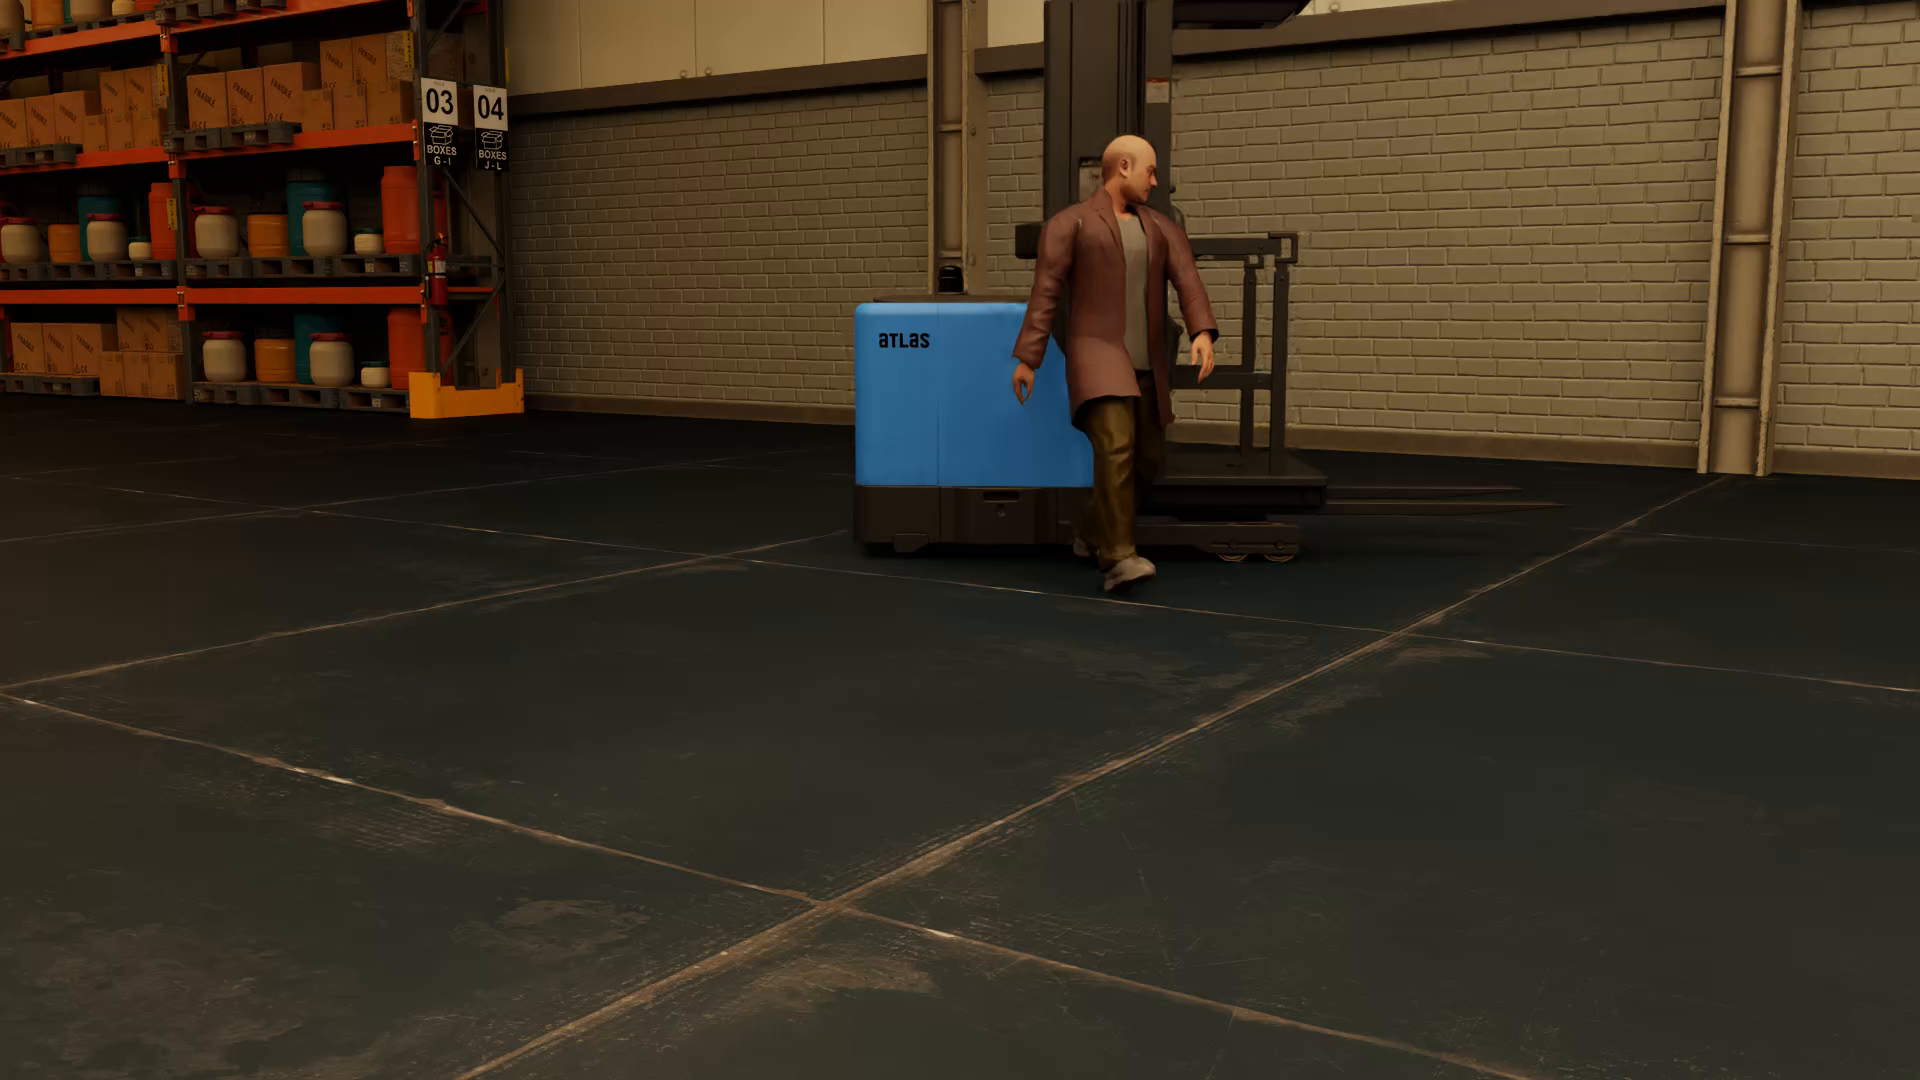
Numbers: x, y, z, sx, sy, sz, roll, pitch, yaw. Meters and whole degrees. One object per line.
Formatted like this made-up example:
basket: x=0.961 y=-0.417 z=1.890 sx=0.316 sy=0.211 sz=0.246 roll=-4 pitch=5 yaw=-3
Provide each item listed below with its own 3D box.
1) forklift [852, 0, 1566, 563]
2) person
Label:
forklift: x=1.074 y=-1.433 z=7.273 sx=3.031 sy=2.935 sz=1.130 roll=0 pitch=8 yaw=2
person: x=0.588 y=-0.588 z=6.378 sx=0.733 sy=1.545 sz=0.936 roll=-5 pitch=10 yaw=-32
